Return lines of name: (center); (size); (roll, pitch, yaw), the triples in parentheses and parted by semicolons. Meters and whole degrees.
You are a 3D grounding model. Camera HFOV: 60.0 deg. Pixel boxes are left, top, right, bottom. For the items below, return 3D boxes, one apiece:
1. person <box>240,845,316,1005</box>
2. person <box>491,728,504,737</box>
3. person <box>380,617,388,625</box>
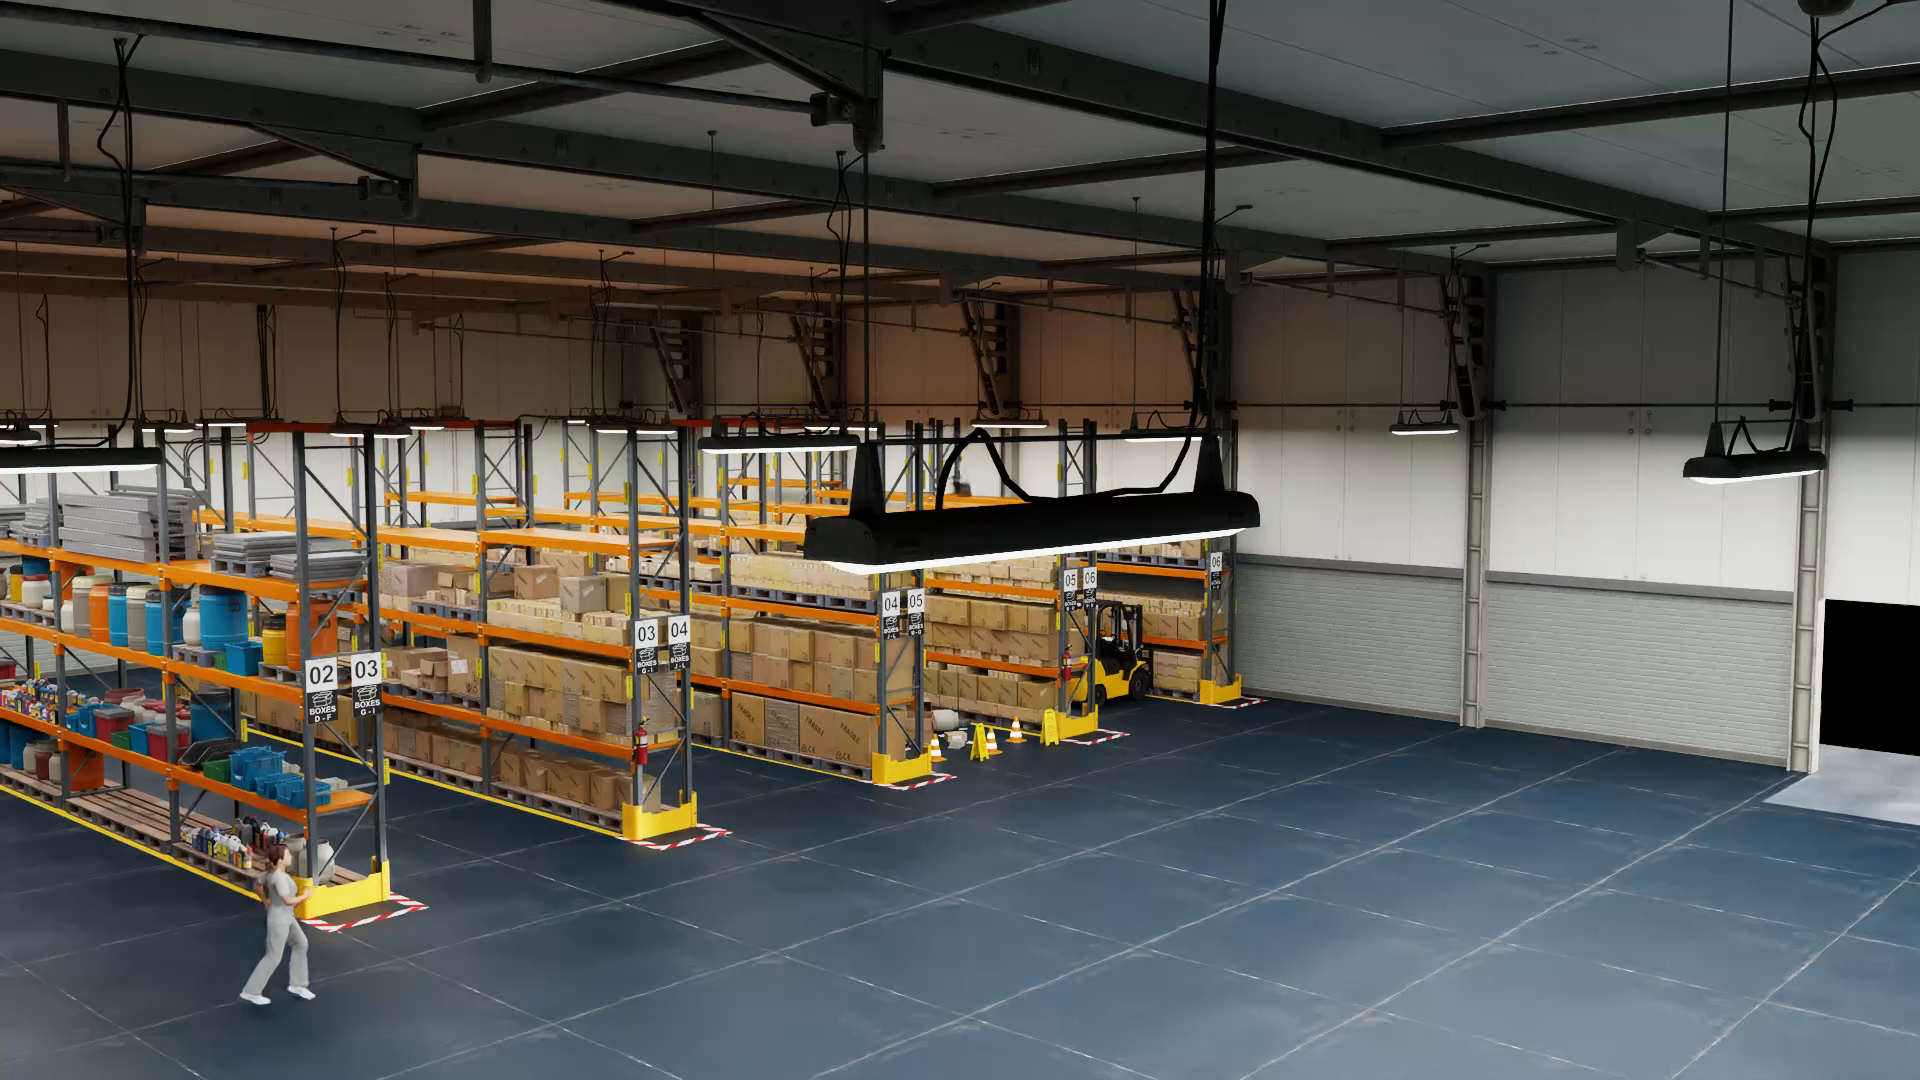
person: (-7.176, 4.061, 17.489); (0.774, 1.732, 0.580); (-2, 5, -25)
person: (-8.556, 2.921, 30.847); (0.819, 1.757, 0.718); (4, 6, 41)
person: (-13.627, 2.272, 39.639); (0.626, 1.697, 0.784); (3, 5, 32)
